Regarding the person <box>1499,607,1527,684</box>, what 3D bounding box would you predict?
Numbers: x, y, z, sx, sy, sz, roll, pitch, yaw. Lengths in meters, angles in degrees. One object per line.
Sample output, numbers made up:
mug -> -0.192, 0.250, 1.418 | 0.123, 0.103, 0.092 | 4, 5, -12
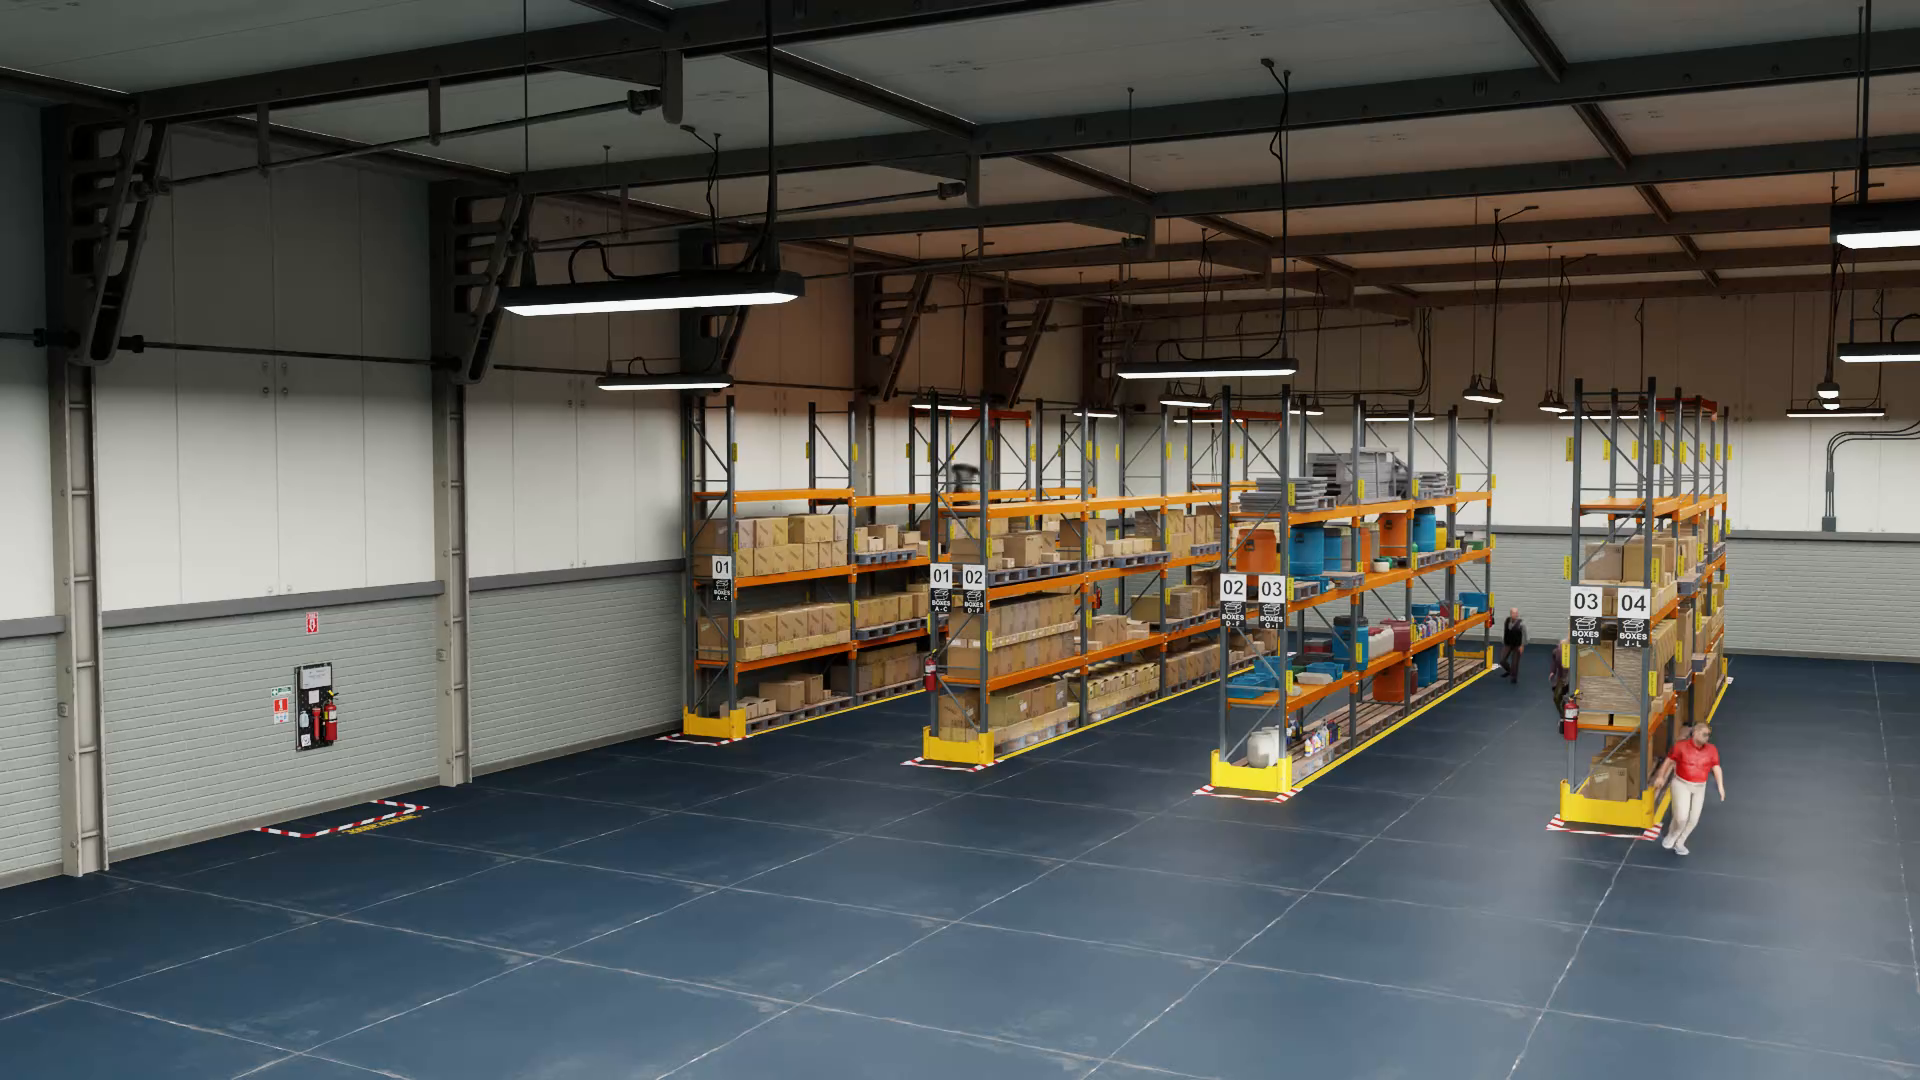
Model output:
person -> 11.968, 2.245, 35.970 | 0.687, 1.609, 0.531 | 3, 4, 43

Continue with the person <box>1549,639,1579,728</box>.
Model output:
person -> 11.207, 2.597, 30.491 | 0.702, 1.633, 1.114 | 2, 4, 38

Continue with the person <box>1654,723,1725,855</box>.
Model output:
person -> 9.053, 3.080, 20.582 | 0.658, 1.681, 0.690 | 0, 3, -5
